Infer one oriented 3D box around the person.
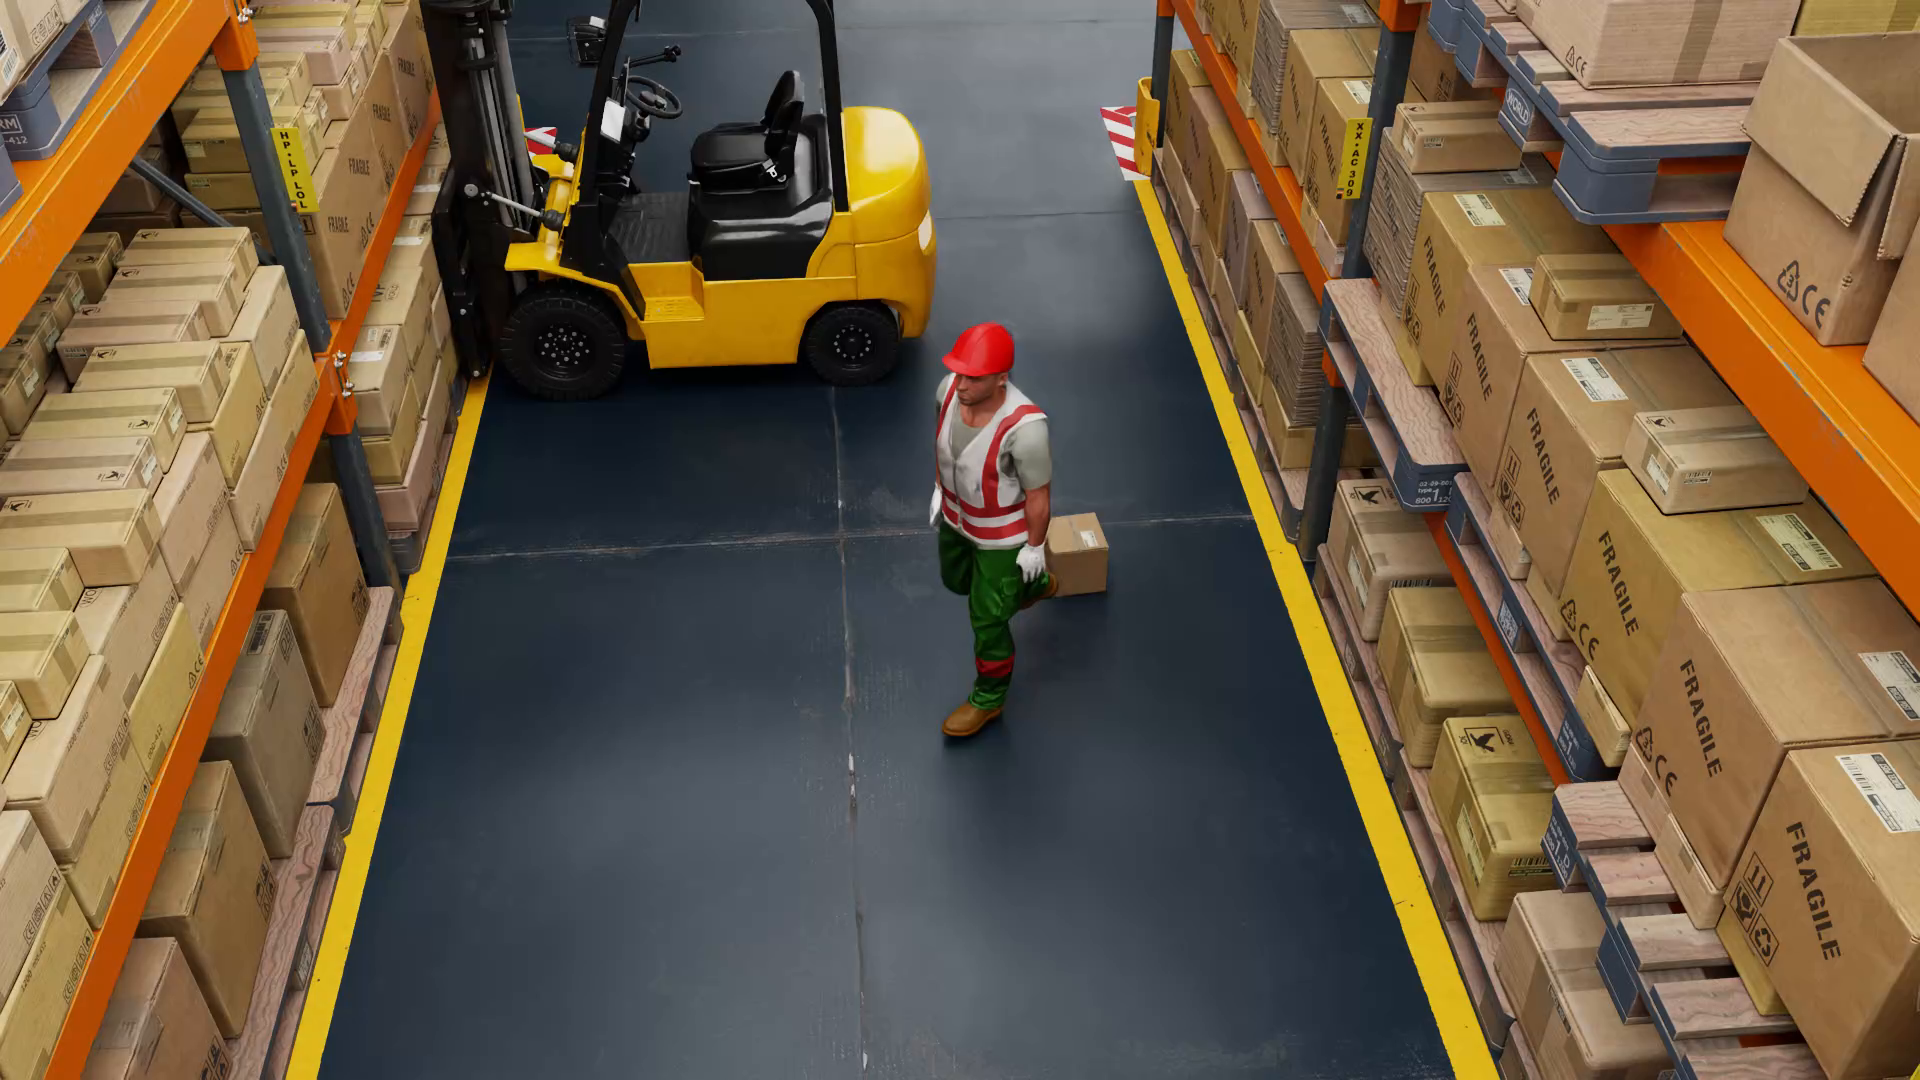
[{"bbox_3d":[0.170,-0.110,6.248,0.776,1.783,0.582,-28,46,-30],"label":"person"}]
